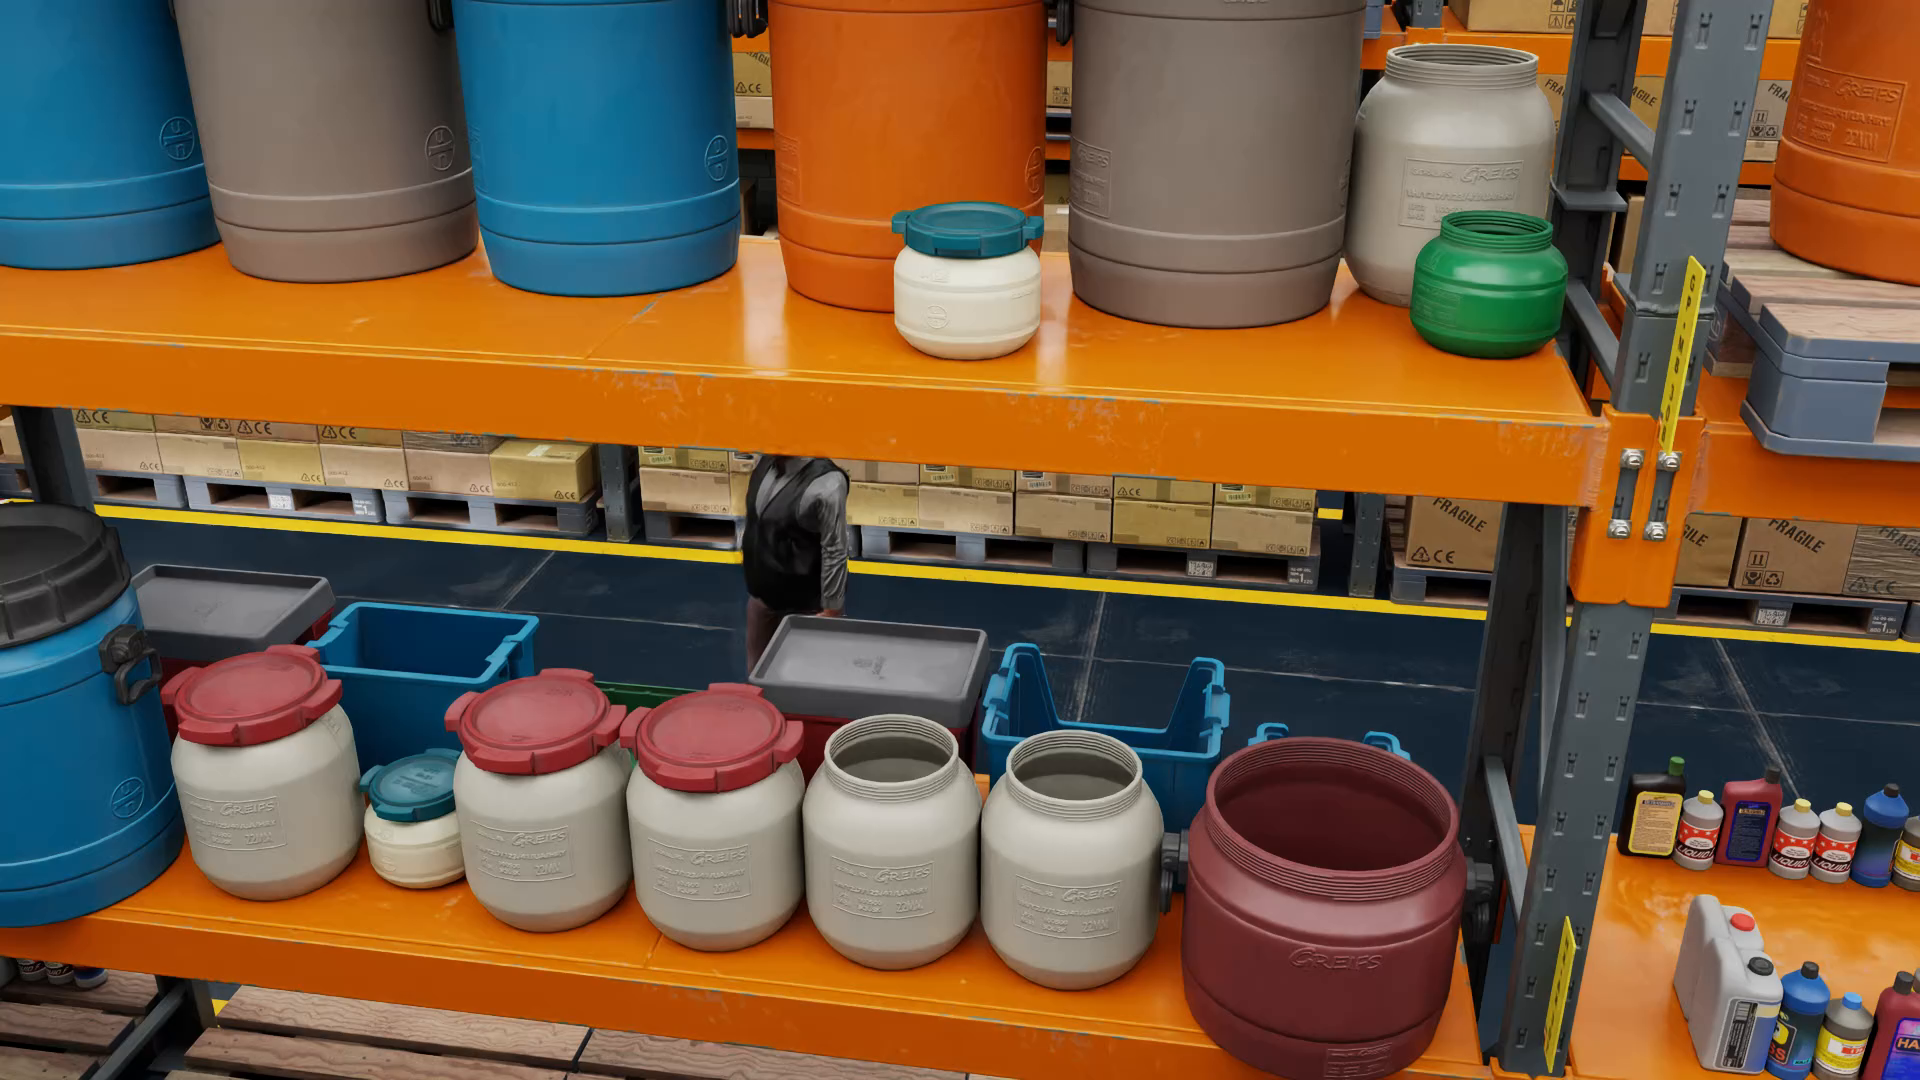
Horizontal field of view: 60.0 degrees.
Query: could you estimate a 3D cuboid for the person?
[{"bbox_3d":[-0.685,0.243,6.612,0.672,1.726,0.546,-21,32,-37],"label":"person"}]
